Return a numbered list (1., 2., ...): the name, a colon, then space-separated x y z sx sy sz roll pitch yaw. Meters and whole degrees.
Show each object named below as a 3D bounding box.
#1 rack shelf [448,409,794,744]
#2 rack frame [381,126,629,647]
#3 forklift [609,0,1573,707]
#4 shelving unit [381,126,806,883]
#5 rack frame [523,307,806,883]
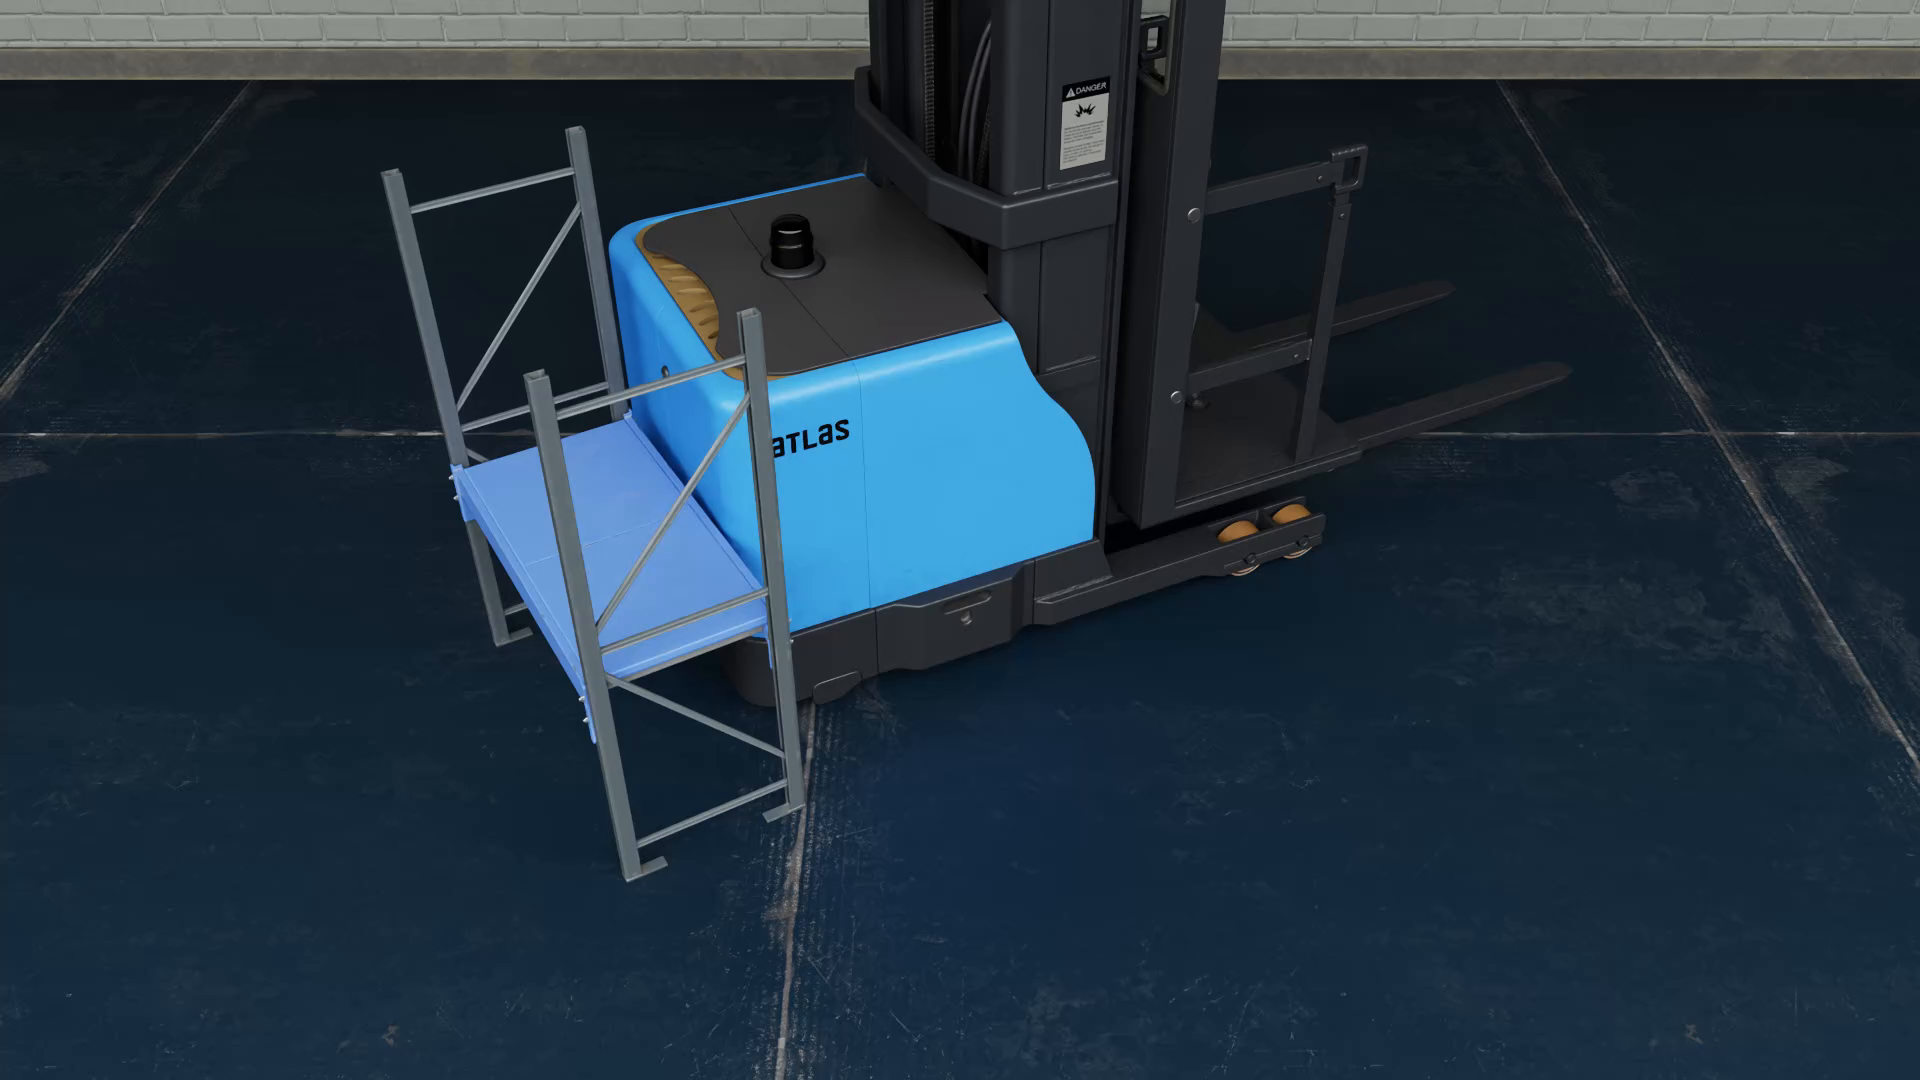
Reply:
1. rack shelf: -0.889 0.055 4.268 0.538 0.185 1.000 -20 43 -23
2. rack frame: -1.148 -0.359 4.497 0.500 1.500 0.032 -20 43 -23
3. forklift: 0.563 -1.315 4.547 3.031 2.935 1.130 -17 42 -20
4. shelving unit: -0.889 -0.085 4.155 0.538 1.500 1.048 -20 43 -23
5. rack frame: -0.631 0.189 3.814 0.500 1.500 0.032 -20 43 -23
